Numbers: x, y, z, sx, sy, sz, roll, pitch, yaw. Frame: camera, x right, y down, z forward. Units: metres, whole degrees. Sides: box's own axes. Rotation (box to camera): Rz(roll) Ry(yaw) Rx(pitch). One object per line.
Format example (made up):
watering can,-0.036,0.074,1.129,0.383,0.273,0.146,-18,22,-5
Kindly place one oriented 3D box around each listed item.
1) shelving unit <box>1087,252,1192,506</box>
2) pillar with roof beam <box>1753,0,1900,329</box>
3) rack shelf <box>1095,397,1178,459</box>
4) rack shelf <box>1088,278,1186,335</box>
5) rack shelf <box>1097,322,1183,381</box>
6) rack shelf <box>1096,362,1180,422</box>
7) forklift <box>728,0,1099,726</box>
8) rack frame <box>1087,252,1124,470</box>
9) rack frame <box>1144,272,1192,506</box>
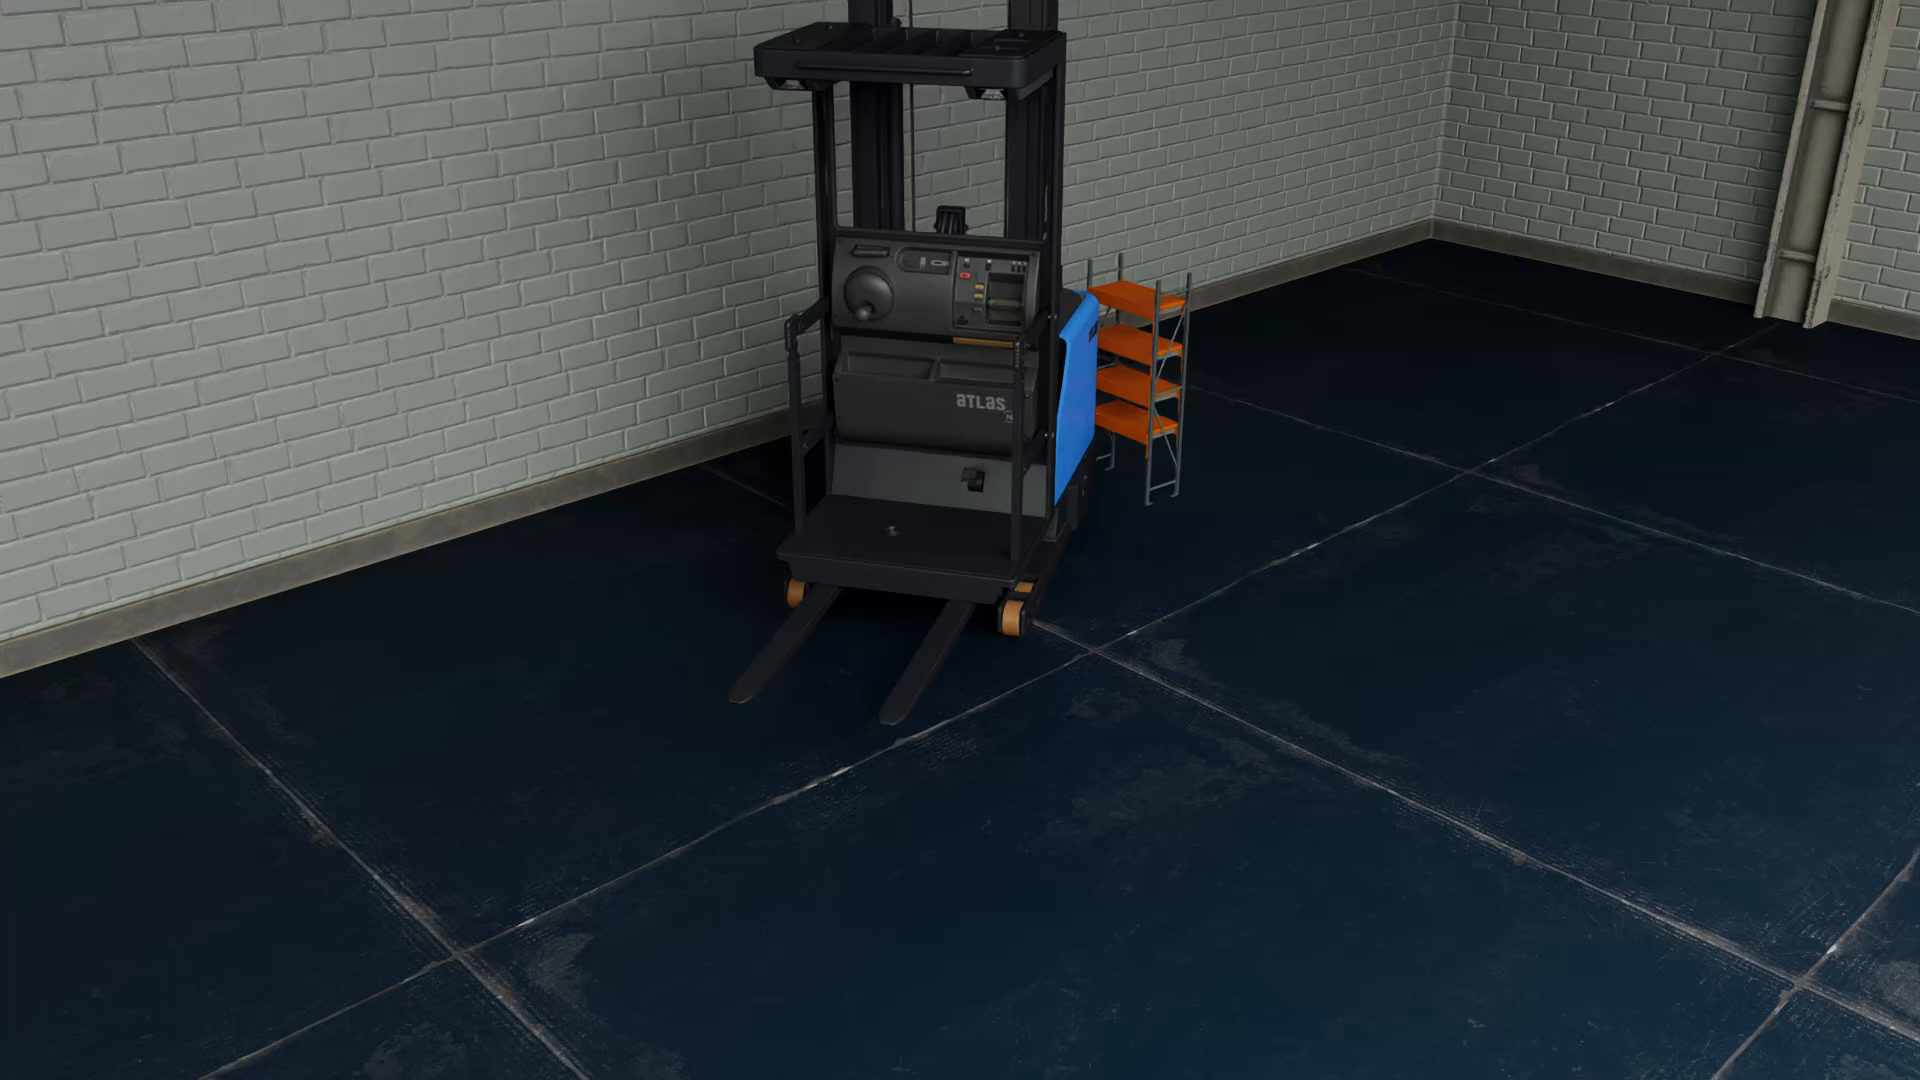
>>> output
shelving unit,0.903,-0.835,8.633,0.258,1.200,0.503,-18,30,-35
pillar with roof beam,2.680,-4.429,7.117,9.100,9.000,0.400,-21,32,-38
rack shelf,0.902,-0.593,8.742,0.258,0.148,0.480,-18,30,-35
rack shelf,0.905,-1.193,8.471,0.258,0.148,0.480,-18,30,-35
rack shelf,0.904,-0.977,8.568,0.258,0.148,0.480,-18,30,-35
rack shelf,0.903,-0.774,8.661,0.258,0.148,0.480,-18,30,-35
forklift,-0.165,-1.084,7.095,1.130,2.935,3.031,6,25,14
rack frame,0.749,-0.913,8.805,0.240,1.200,0.015,-18,30,-35
rack frame,1.057,-0.756,8.460,0.240,1.200,0.015,-18,30,-35
